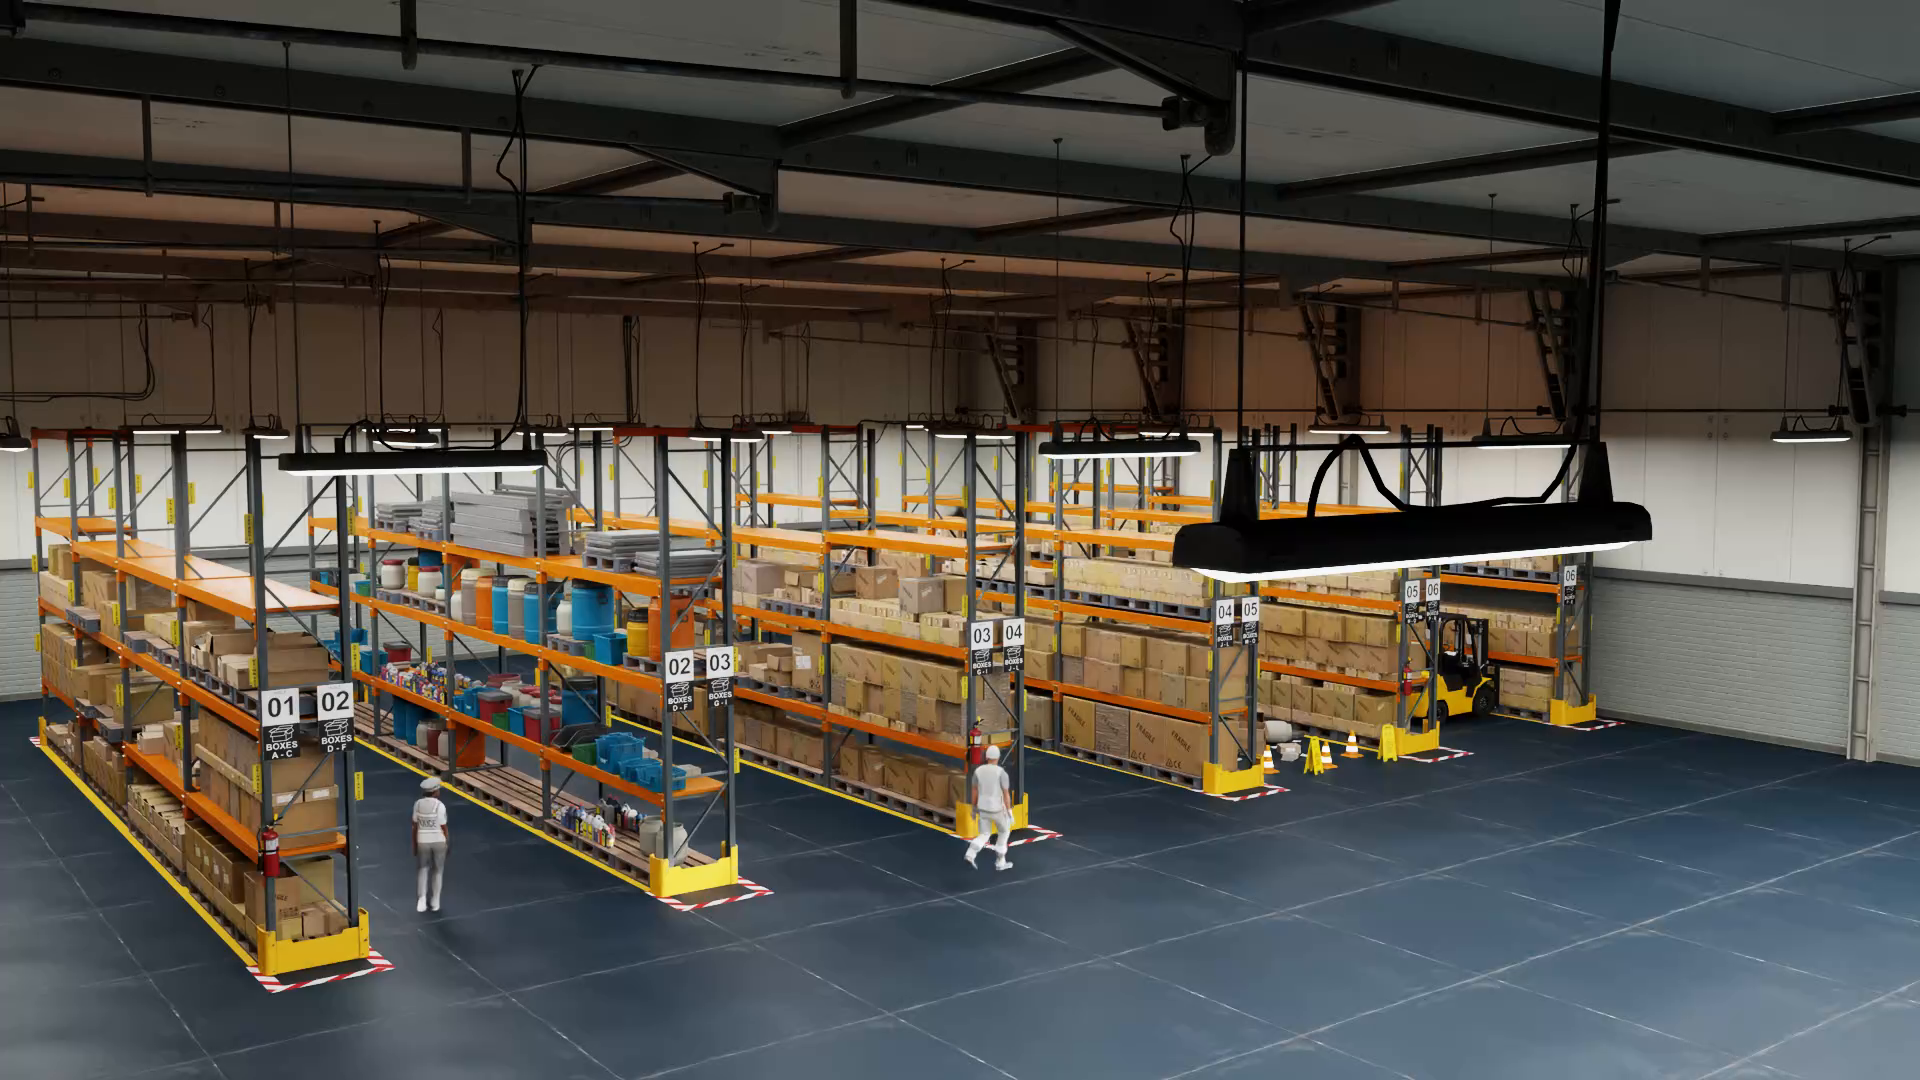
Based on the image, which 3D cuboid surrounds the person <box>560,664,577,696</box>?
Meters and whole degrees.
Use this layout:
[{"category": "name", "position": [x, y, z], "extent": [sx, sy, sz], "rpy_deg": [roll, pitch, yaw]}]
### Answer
[{"category": "person", "position": [-7.650, 2.948, 32.636], "extent": [0.604, 1.657, 0.498], "rpy_deg": [0, 4, -2]}]

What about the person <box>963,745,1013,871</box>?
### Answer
[{"category": "person", "position": [0.422, 3.672, 22.630], "extent": [0.615, 1.753, 0.842], "rpy_deg": [4, 6, 38]}]

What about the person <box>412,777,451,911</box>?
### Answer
[{"category": "person", "position": [-6.665, 3.835, 20.954], "extent": [0.465, 1.693, 0.442], "rpy_deg": [0, 4, -6]}]
